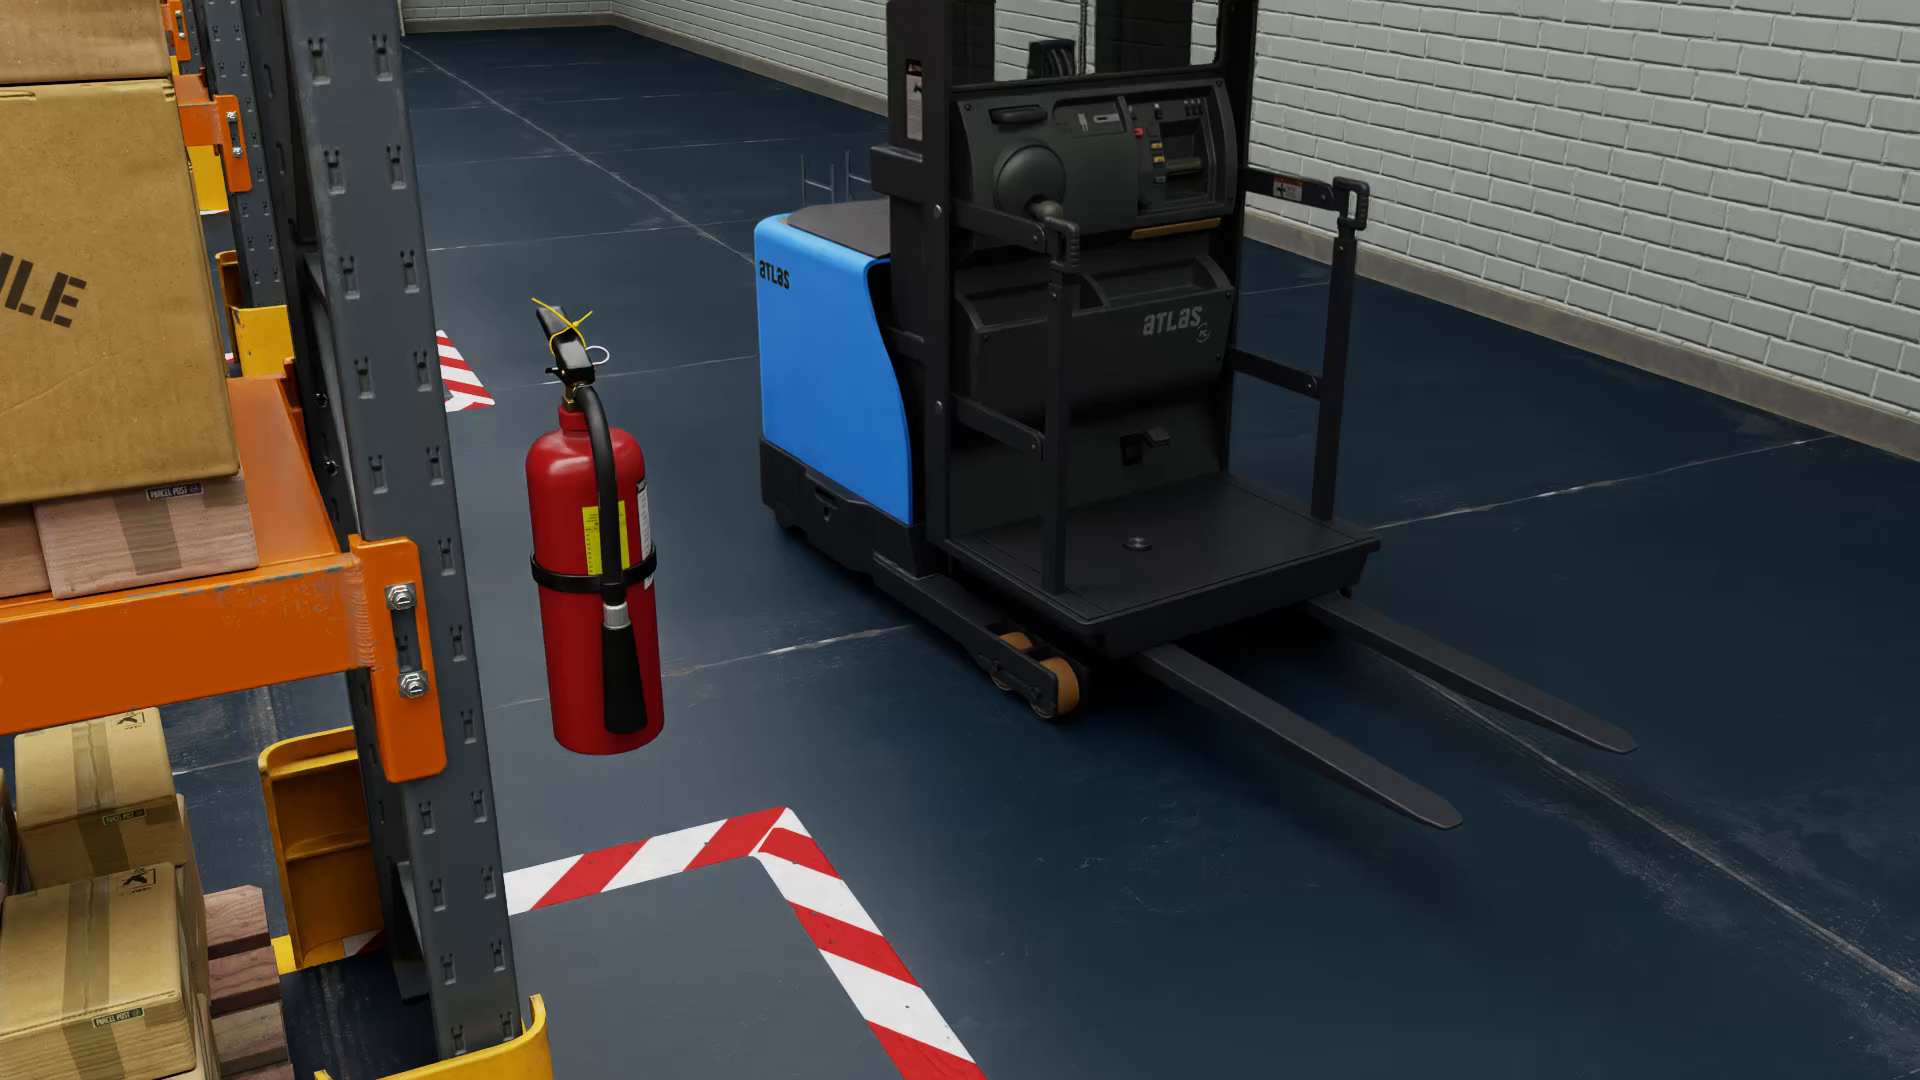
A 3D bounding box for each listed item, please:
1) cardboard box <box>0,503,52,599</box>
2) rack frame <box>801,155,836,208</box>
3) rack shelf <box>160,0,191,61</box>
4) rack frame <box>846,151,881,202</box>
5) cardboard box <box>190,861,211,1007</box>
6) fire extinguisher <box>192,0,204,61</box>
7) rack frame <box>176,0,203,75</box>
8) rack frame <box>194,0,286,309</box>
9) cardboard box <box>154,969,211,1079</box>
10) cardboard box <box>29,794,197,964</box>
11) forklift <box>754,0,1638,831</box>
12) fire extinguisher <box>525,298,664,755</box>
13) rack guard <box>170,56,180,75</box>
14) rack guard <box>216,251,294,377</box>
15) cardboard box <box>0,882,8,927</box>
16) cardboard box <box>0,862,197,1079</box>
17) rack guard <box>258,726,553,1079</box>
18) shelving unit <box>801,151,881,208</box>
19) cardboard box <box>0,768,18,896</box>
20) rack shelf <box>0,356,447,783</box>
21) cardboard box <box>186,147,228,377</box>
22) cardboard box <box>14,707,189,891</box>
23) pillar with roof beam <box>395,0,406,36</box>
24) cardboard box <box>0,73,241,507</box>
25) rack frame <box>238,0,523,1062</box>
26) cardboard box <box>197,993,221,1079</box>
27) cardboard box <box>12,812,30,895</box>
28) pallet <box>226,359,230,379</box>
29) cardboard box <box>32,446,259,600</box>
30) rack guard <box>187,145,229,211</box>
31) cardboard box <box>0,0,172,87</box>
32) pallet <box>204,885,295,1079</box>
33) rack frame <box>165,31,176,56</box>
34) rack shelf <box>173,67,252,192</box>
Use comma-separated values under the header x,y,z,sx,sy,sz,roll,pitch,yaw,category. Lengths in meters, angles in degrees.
x,y,z,sx,sy,sz,roll,pitch,yaw,category
-1.383,-0.045,2.264,0.250,0.149,0.380,-10,25,-24,cardboard box
-0.499,-0.776,6.056,0.006,1.200,0.240,-14,26,-30,rack frame
-6.981,-3.109,10.280,4.000,0.370,1.077,-10,25,-24,rack shelf
-0.346,-0.814,6.148,0.006,1.200,0.240,-14,26,-30,rack frame
-1.582,0.759,3.172,0.250,0.149,0.380,-10,24,-23,cardboard box
-4.846,-3.434,10.712,0.183,0.674,0.296,-10,25,-24,fire extinguisher
-5.179,-3.773,10.944,0.127,3.000,1.000,-10,25,-24,rack frame
-3.031,-2.067,6.821,0.127,3.000,1.000,-10,25,-24,rack frame
-1.323,0.831,2.610,0.250,0.149,0.380,-11,25,-25,cardboard box
-1.555,0.644,3.062,0.250,0.149,0.380,-9,24,-21,cardboard box
0.520,-1.070,4.504,1.130,2.935,3.031,-14,26,-30,forklift
-0.544,-0.015,2.453,0.183,0.674,0.296,-10,25,-24,fire extinguisher
-7.393,-4.314,15.517,0.348,0.500,1.175,-10,25,-24,rack guard
-3.010,-0.916,7.308,0.348,0.500,1.175,-10,25,-24,rack guard
-1.589,0.705,2.526,0.250,0.149,0.380,-10,24,-23,cardboard box
-1.338,0.683,2.579,0.250,0.149,0.380,-10,25,-23,cardboard box
-1.040,0.827,3.098,0.348,0.500,1.175,-10,25,-24,rack guard
-0.423,-0.795,6.102,0.189,1.200,0.258,-14,26,-30,shelving unit
-1.787,0.565,2.864,0.250,0.149,0.380,-10,24,-23,cardboard box
-2.773,0.324,1.987,4.000,0.370,1.077,-10,25,-24,rack shelf
-3.573,-1.145,6.824,0.875,0.875,0.875,-10,25,-24,cardboard box
-1.591,0.478,3.075,0.250,0.149,0.380,-12,25,-26,cardboard box
-5.551,-9.222,16.263,0.400,9.000,9.100,-10,25,-24,pillar with roof beam
-1.264,-0.361,2.180,0.500,0.500,0.500,-10,24,-23,cardboard box
-0.971,-0.340,2.651,0.127,3.000,1.000,-10,25,-24,rack frame
-1.355,0.942,2.731,0.250,0.149,0.380,-10,25,-23,cardboard box
-1.826,0.670,3.000,0.250,0.149,0.380,-11,25,-24,cardboard box
-3.718,-0.619,6.968,1.213,0.211,1.003,-10,25,-24,pallet
-1.142,-0.073,2.333,0.250,0.149,0.380,-10,25,-24,cardboard box
-5.163,-2.627,11.443,0.348,0.500,1.175,-10,25,-24,rack guard
-1.276,-0.824,1.993,0.500,0.500,0.500,-11,25,-25,cardboard box
-1.787,1.083,2.857,1.213,0.211,1.003,-10,25,-24,pallet
-7.324,-5.481,15.070,0.127,3.000,1.000,-10,25,-24,rack frame
-4.833,-1.402,6.157,4.000,0.370,1.077,-10,25,-24,rack shelf
